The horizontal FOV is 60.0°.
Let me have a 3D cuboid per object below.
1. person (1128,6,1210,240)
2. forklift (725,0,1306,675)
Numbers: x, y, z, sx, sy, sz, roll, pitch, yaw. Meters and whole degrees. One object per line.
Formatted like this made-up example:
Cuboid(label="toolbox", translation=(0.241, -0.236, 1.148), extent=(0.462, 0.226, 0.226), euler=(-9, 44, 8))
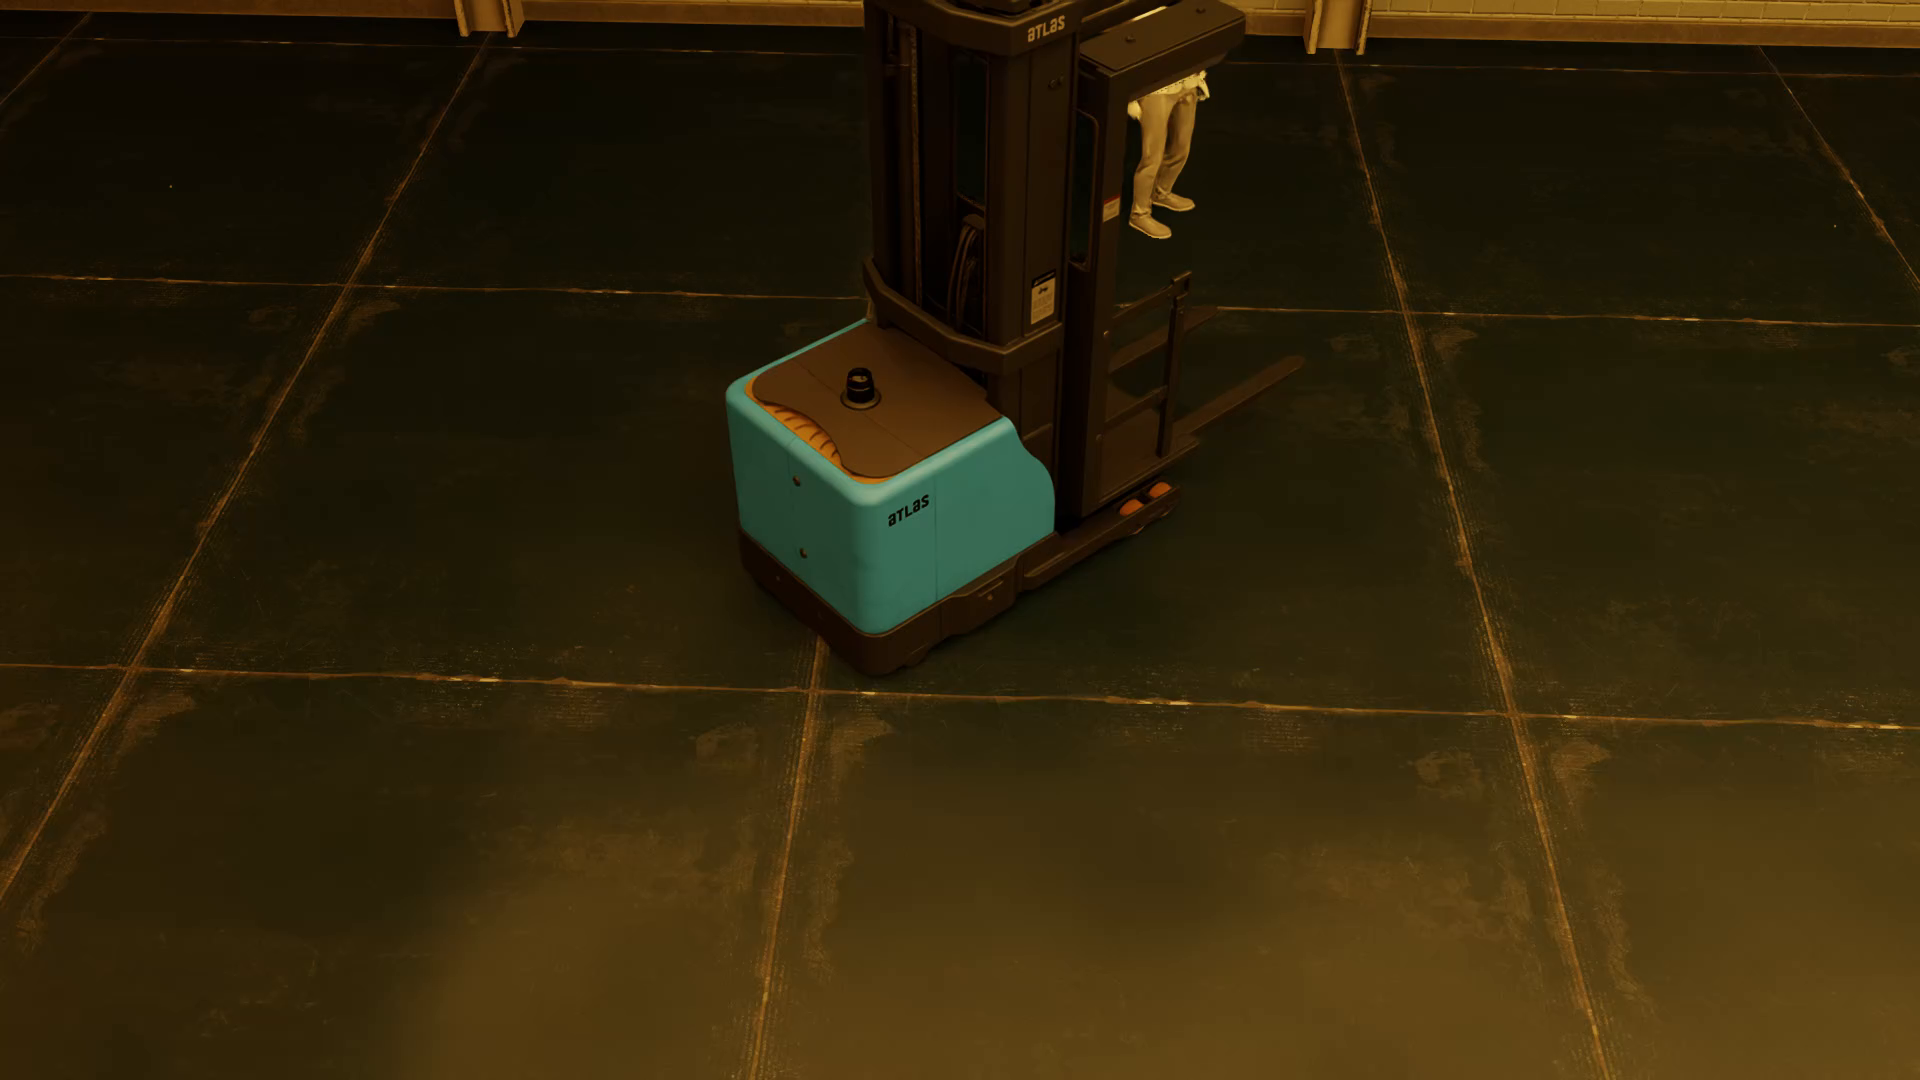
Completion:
Cuboid(label="person", translation=(1.219, -2.553, 9.485), extent=(0.545, 1.671, 0.414), euler=(-24, 48, -24))
Cuboid(label="forklift", translation=(0.430, -1.351, 7.222), extent=(3.031, 2.935, 1.130), euler=(-30, 50, -29))
